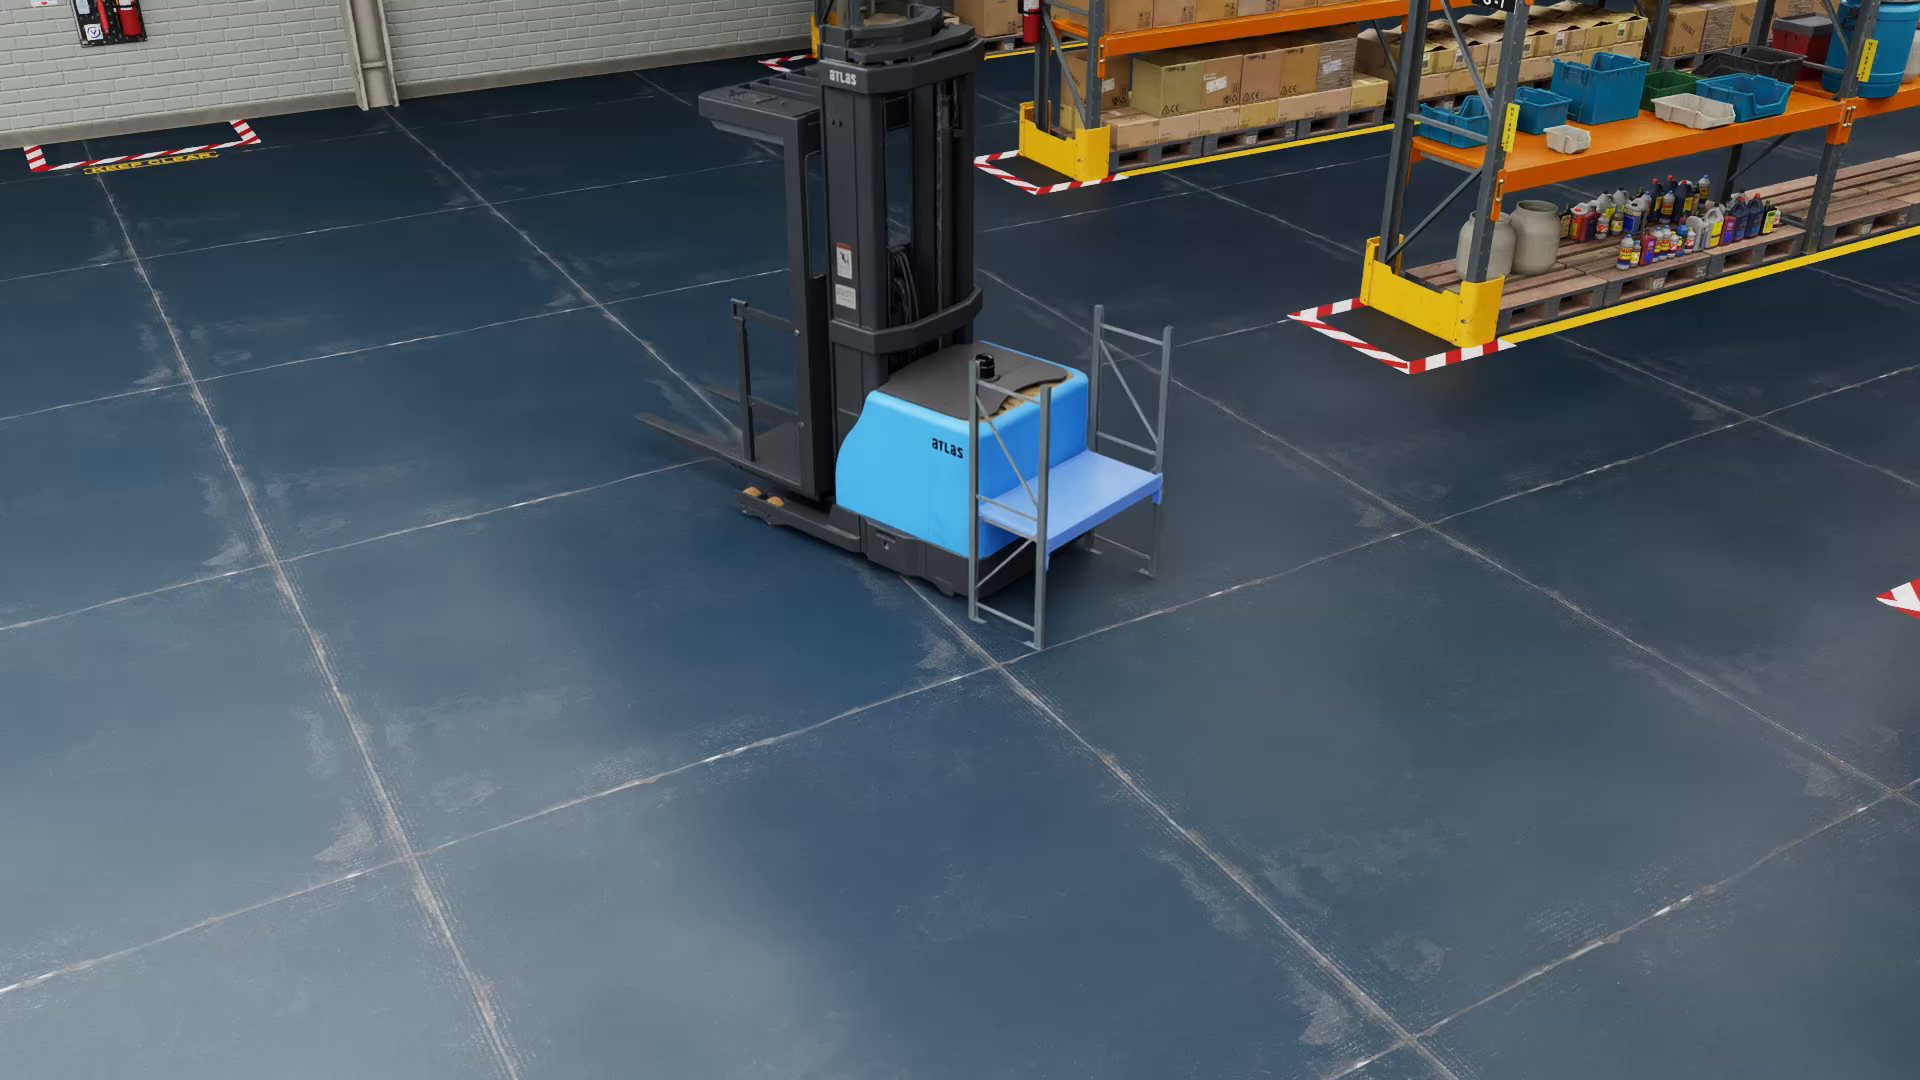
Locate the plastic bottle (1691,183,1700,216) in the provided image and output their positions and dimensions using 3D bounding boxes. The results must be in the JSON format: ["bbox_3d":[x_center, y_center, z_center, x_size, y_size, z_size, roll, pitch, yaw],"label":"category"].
[{"bbox_3d":[6.286,-2.924,14.300,0.133,0.283,0.061,-16,33,-26],"label":"plastic bottle"}]

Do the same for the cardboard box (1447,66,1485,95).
[{"bbox_3d":[5.402,-5.115,18.325,0.500,0.250,0.500,-15,32,-25],"label":"cardboard box"}]

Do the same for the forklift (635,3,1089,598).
[{"bbox_3d":[-0.726,-1.546,9.517,3.031,2.935,1.130,22,36,34],"label":"forklift"}]

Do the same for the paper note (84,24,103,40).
[{"bbox_3d":[-8.820,-5.172,16.930,0.142,0.148,0.016,-16,33,-26],"label":"paper note"}]

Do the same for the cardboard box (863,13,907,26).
[{"bbox_3d":[-0.832,-6.246,20.291,0.500,0.311,0.500,-20,35,-32],"label":"cardboard box"}]

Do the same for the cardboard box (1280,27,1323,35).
[{"bbox_3d":[3.502,-5.215,17.730,0.500,0.500,0.500,-16,33,-26],"label":"cardboard box"}]

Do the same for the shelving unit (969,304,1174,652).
[{"bbox_3d":[0.581,-0.342,8.818,0.538,1.500,1.048,23,36,36],"label":"shelving unit"}]

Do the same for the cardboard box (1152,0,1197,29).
[{"bbox_3d":[1.898,-5.319,16.181,0.500,0.500,0.700,-15,32,-25],"label":"cardboard box"}]

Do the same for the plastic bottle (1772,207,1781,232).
[{"bbox_3d":[6.839,-2.700,13.978,0.097,0.201,0.097,0,29,0],"label":"plastic bottle"}]

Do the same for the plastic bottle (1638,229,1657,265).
[{"bbox_3d":[5.470,-2.337,13.236,0.133,0.283,0.061,-15,32,-26],"label":"plastic bottle"}]

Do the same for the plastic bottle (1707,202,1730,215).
[{"bbox_3d":[6.322,-2.682,13.868,0.135,0.276,0.152,-16,33,-26],"label":"plastic bottle"}]

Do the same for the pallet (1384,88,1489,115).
[{"bbox_3d":[5.103,-4.991,18.575,1.213,0.211,1.003,-16,33,-26],"label":"pallet"}]

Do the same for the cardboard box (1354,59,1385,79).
[{"bbox_3d":[4.698,-5.217,18.511,0.500,0.250,0.500,-16,33,-27],"label":"cardboard box"}]

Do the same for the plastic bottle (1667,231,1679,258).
[{"bbox_3d":[5.733,-2.386,13.409,0.097,0.201,0.097,0,29,0],"label":"plastic bottle"}]

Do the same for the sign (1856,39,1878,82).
[{"bbox_3d":[7.263,-3.840,13.317,0.005,0.325,0.100,-16,33,-26],"label":"sign"}]

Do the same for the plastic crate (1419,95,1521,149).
[{"bbox_3d":[3.825,-3.154,12.514,0.616,0.251,0.499,-16,33,-26],"label":"plastic crate"}]

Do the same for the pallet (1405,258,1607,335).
[{"bbox_3d":[4.290,-1.986,13.129,1.213,0.211,1.003,-16,33,-26],"label":"pallet"}]

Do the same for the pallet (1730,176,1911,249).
[{"bbox_3d":[7.651,-2.938,14.856,1.213,0.211,1.003,-16,33,-26],"label":"pallet"}]

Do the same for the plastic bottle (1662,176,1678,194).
[{"bbox_3d":[6.087,-2.959,14.293,0.185,0.351,0.144,-15,32,-25],"label":"plastic bottle"}]

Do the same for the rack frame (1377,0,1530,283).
[{"bbox_3d":[3.545,-2.972,12.030,0.127,3.000,1.000,-16,33,-26],"label":"rack frame"}]

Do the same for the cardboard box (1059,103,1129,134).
[{"bbox_3d":[1.351,-4.270,16.795,0.500,0.250,0.500,-16,33,-26],"label":"cardboard box"}]

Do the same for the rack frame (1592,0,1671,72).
[{"bbox_3d":[7.936,-6.994,19.319,0.127,3.000,1.000,-16,33,-26],"label":"rack frame"}]

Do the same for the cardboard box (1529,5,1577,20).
[{"bbox_3d":[6.887,-6.082,19.497,0.500,0.311,0.500,-17,33,-28],"label":"cardboard box"}]

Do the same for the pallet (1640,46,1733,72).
[{"bbox_3d":[8.599,-5.940,20.296,1.213,0.211,1.003,-16,33,-26],"label":"pallet"}]

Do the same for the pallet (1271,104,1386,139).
[{"bbox_3d":[3.780,-4.617,17.898,1.213,0.211,1.003,-16,33,-26],"label":"pallet"}]

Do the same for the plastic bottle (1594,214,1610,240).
[{"bbox_3d":[5.336,-2.608,13.812,0.097,0.201,0.097,0,29,0],"label":"plastic bottle"}]

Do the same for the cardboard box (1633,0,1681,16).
[{"bbox_3d":[8.623,-6.419,20.409,0.500,0.500,0.500,-15,32,-24],"label":"cardboard box"}]

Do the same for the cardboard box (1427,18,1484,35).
[{"bbox_3d":[5.568,-5.710,18.823,0.500,0.311,0.500,-16,33,-26],"label":"cardboard box"}]

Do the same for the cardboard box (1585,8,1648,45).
[{"bbox_3d":[7.609,-5.989,19.328,0.500,0.311,0.500,-15,32,-25],"label":"cardboard box"}]

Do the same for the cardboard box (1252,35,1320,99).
[{"bbox_3d":[3.332,-4.877,17.118,0.500,0.500,0.500,-16,33,-26],"label":"cardboard box"}]

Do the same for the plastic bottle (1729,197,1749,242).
[{"bbox_3d":[6.419,-2.659,13.750,0.185,0.351,0.144,-18,33,-29],"label":"plastic bottle"}]

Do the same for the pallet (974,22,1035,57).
[{"bbox_3d":[0.360,-6.377,21.087,1.213,0.211,1.003,-16,33,-26],"label":"pallet"}]

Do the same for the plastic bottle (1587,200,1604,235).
[{"bbox_3d":[5.257,-2.688,13.880,0.135,0.276,0.152,-17,33,-28],"label":"plastic bottle"}]

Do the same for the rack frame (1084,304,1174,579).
[{"bbox_3d":[0.919,-0.526,9.150,0.500,1.500,0.032,23,36,36],"label":"rack frame"}]

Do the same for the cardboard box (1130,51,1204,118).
[{"bbox_3d":[2.044,-4.506,16.446,0.500,0.500,0.500,-16,33,-26],"label":"cardboard box"}]

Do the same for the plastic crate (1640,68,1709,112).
[{"bbox_3d":[5.680,-3.643,13.466,0.662,0.188,0.450,-16,33,-26],"label":"plastic crate"}]

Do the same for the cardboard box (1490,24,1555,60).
[{"bbox_3d":[6.295,-5.615,18.651,0.500,0.311,0.500,-15,32,-25],"label":"cardboard box"}]

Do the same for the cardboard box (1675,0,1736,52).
[{"bbox_3d":[8.922,-6.215,20.040,0.500,0.500,0.500,-17,33,-28],"label":"cardboard box"}]

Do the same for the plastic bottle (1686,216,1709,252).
[{"bbox_3d":[5.998,-2.509,13.555,0.135,0.276,0.152,-15,32,-25],"label":"plastic bottle"}]

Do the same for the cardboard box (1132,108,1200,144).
[{"bbox_3d":[2.043,-4.178,16.628,0.500,0.250,0.500,-16,33,-26],"label":"cardboard box"}]

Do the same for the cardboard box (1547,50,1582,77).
[{"bbox_3d":[6.728,-5.494,19.013,0.500,0.250,0.500,-15,32,-25],"label":"cardboard box"}]

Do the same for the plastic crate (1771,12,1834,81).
[{"bbox_3d":[7.256,-4.225,14.235,0.583,0.464,0.402,-16,33,-26],"label":"plastic crate"}]

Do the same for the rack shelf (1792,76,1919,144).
[{"bbox_3d":[8.718,-4.125,14.865,4.000,0.370,1.077,-16,33,-26],"label":"rack shelf"}]

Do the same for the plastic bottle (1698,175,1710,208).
[{"bbox_3d":[6.497,-3.053,14.547,0.097,0.271,0.097,0,29,0],"label":"plastic bottle"}]

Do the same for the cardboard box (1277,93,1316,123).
[{"bbox_3d":[3.338,-4.544,17.290,0.500,0.250,0.500,-16,33,-26],"label":"cardboard box"}]

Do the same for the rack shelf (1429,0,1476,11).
[{"bbox_3d":[6.212,-6.190,18.606,4.000,0.370,1.077,-16,33,-26],"label":"rack shelf"}]

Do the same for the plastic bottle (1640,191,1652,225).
[{"bbox_3d":[5.817,-2.826,14.135,0.097,0.271,0.097,0,29,0],"label":"plastic bottle"}]

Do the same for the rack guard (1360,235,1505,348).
[{"bbox_3d":[3.586,-1.915,12.703,0.348,0.500,1.175,-16,33,-26],"label":"rack guard"}]

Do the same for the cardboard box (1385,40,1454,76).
[{"bbox_3d":[4.970,-5.238,17.968,0.500,0.311,0.500,-16,33,-26],"label":"cardboard box"}]

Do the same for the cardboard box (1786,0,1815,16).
[{"bbox_3d":[10.241,-6.591,20.721,0.500,0.500,0.500,-15,32,-26],"label":"cardboard box"}]

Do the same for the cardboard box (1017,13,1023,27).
[{"bbox_3d":[0.585,-6.639,21.171,0.250,0.149,0.380,-19,34,-30],"label":"cardboard box"}]

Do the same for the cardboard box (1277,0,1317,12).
[{"bbox_3d":[3.222,-5.695,16.861,0.500,0.500,0.700,-15,32,-26],"label":"cardboard box"}]

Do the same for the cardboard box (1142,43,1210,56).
[{"bbox_3d":[2.205,-4.850,17.070,0.500,0.500,0.500,-16,33,-26],"label":"cardboard box"}]
